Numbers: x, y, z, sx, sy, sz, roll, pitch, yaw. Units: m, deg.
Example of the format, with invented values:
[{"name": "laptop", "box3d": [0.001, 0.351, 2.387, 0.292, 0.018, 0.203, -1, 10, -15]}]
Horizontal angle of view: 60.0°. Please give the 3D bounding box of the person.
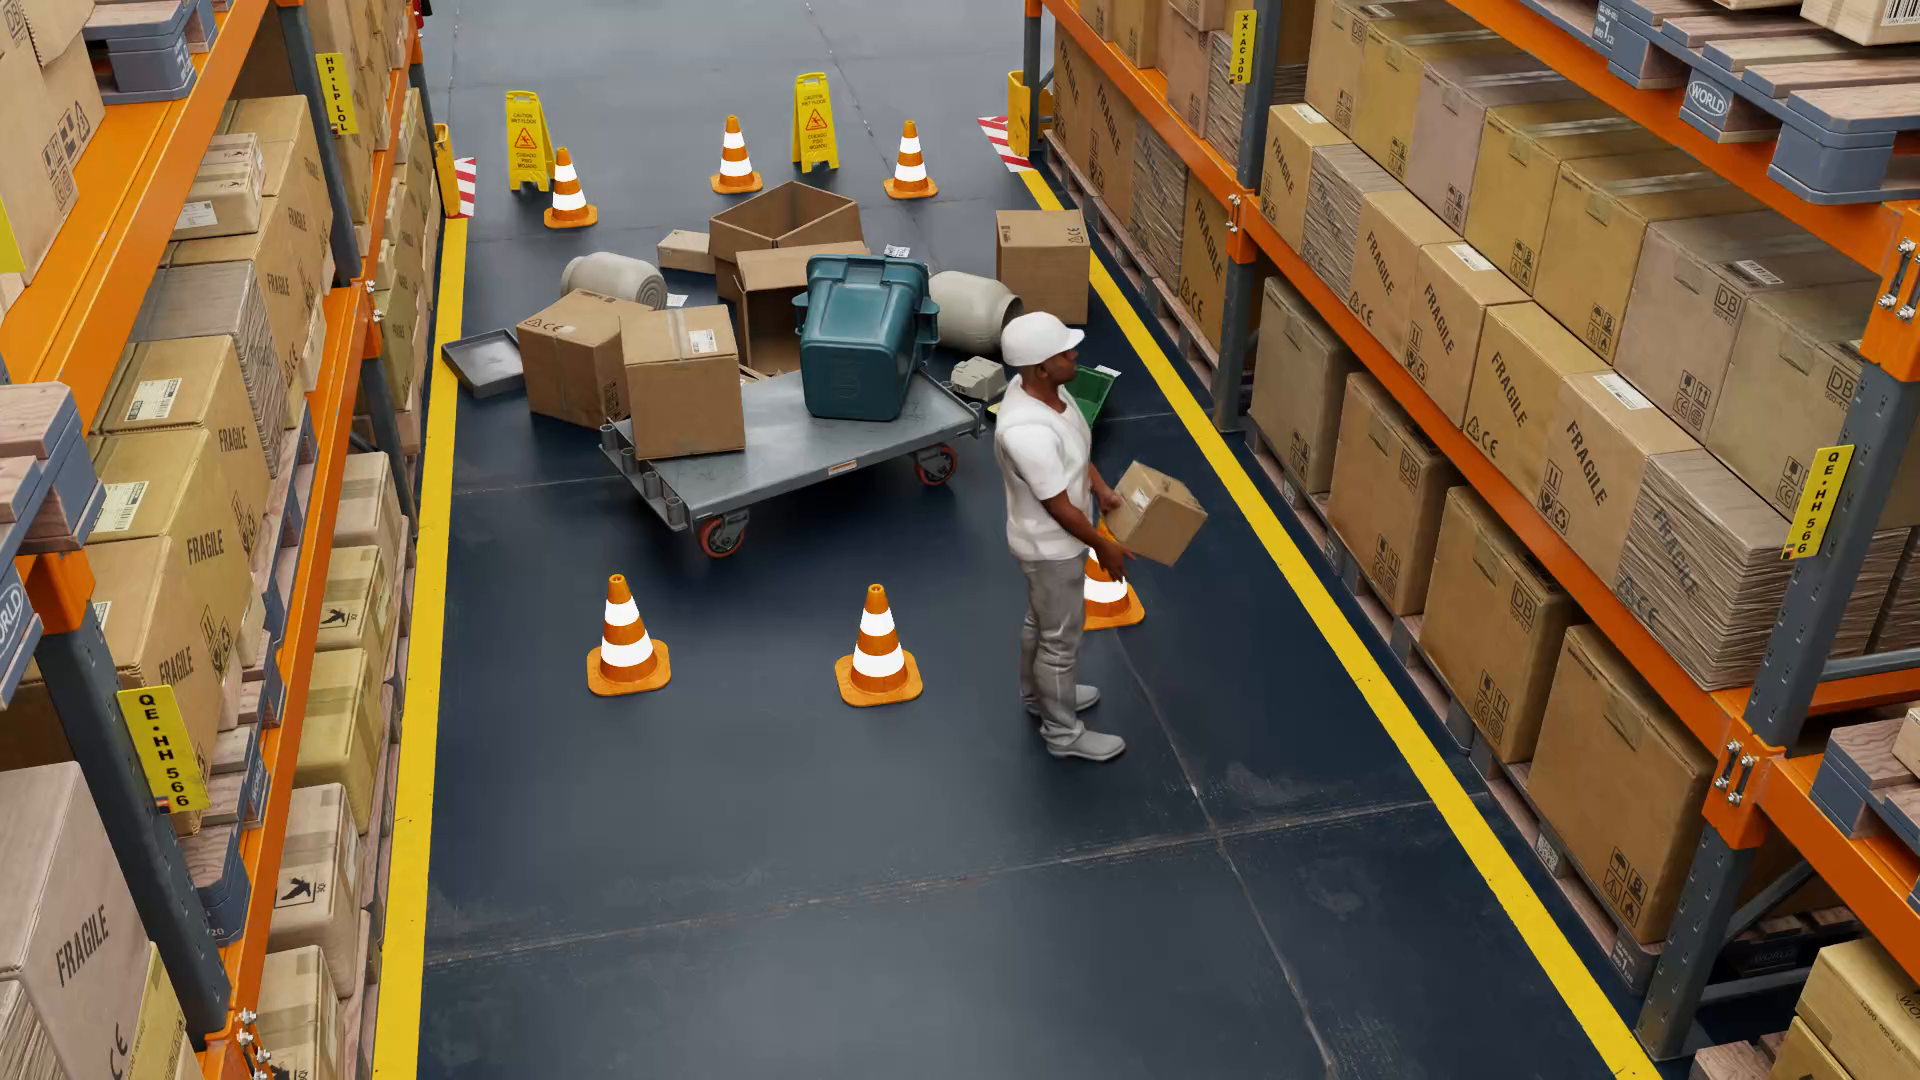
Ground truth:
[{"name": "person", "box3d": [0.397, -0.025, 6.150, 0.531, 1.771, 0.545, 3, 34, 5]}]
